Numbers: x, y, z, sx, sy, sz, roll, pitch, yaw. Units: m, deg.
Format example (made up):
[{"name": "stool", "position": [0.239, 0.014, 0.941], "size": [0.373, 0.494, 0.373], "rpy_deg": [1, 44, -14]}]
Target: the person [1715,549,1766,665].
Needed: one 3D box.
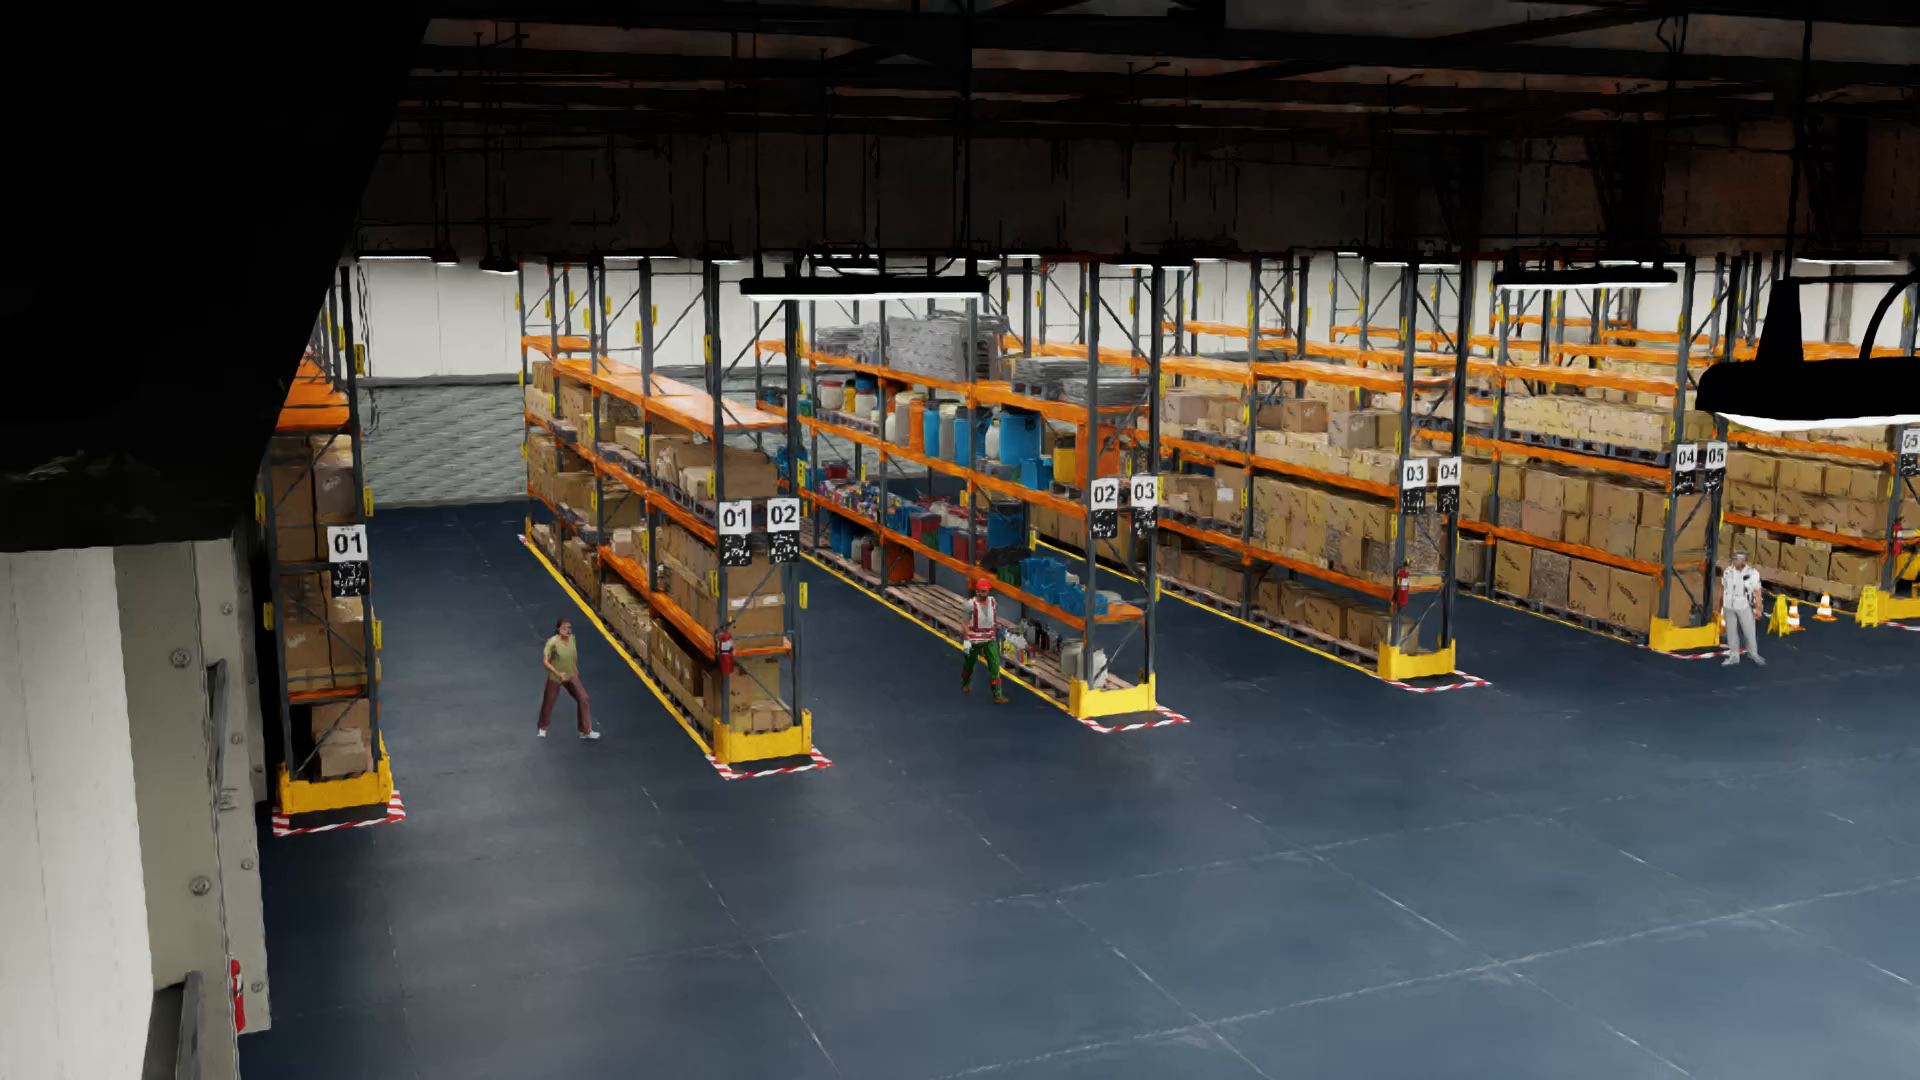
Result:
[{"name": "person", "position": [11.660, 0.993, 24.773], "size": [0.523, 1.751, 0.715], "rpy_deg": [-10, 14, -43]}]

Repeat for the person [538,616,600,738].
[{"name": "person", "position": [-5.045, 1.726, 21.094], "size": [0.611, 1.601, 0.817], "rpy_deg": [-8, 13, -39]}]

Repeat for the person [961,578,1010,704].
[{"name": "person", "position": [0.299, 1.354, 22.810], "size": [0.553, 1.709, 1.123], "rpy_deg": [-4, 11, -20]}]
